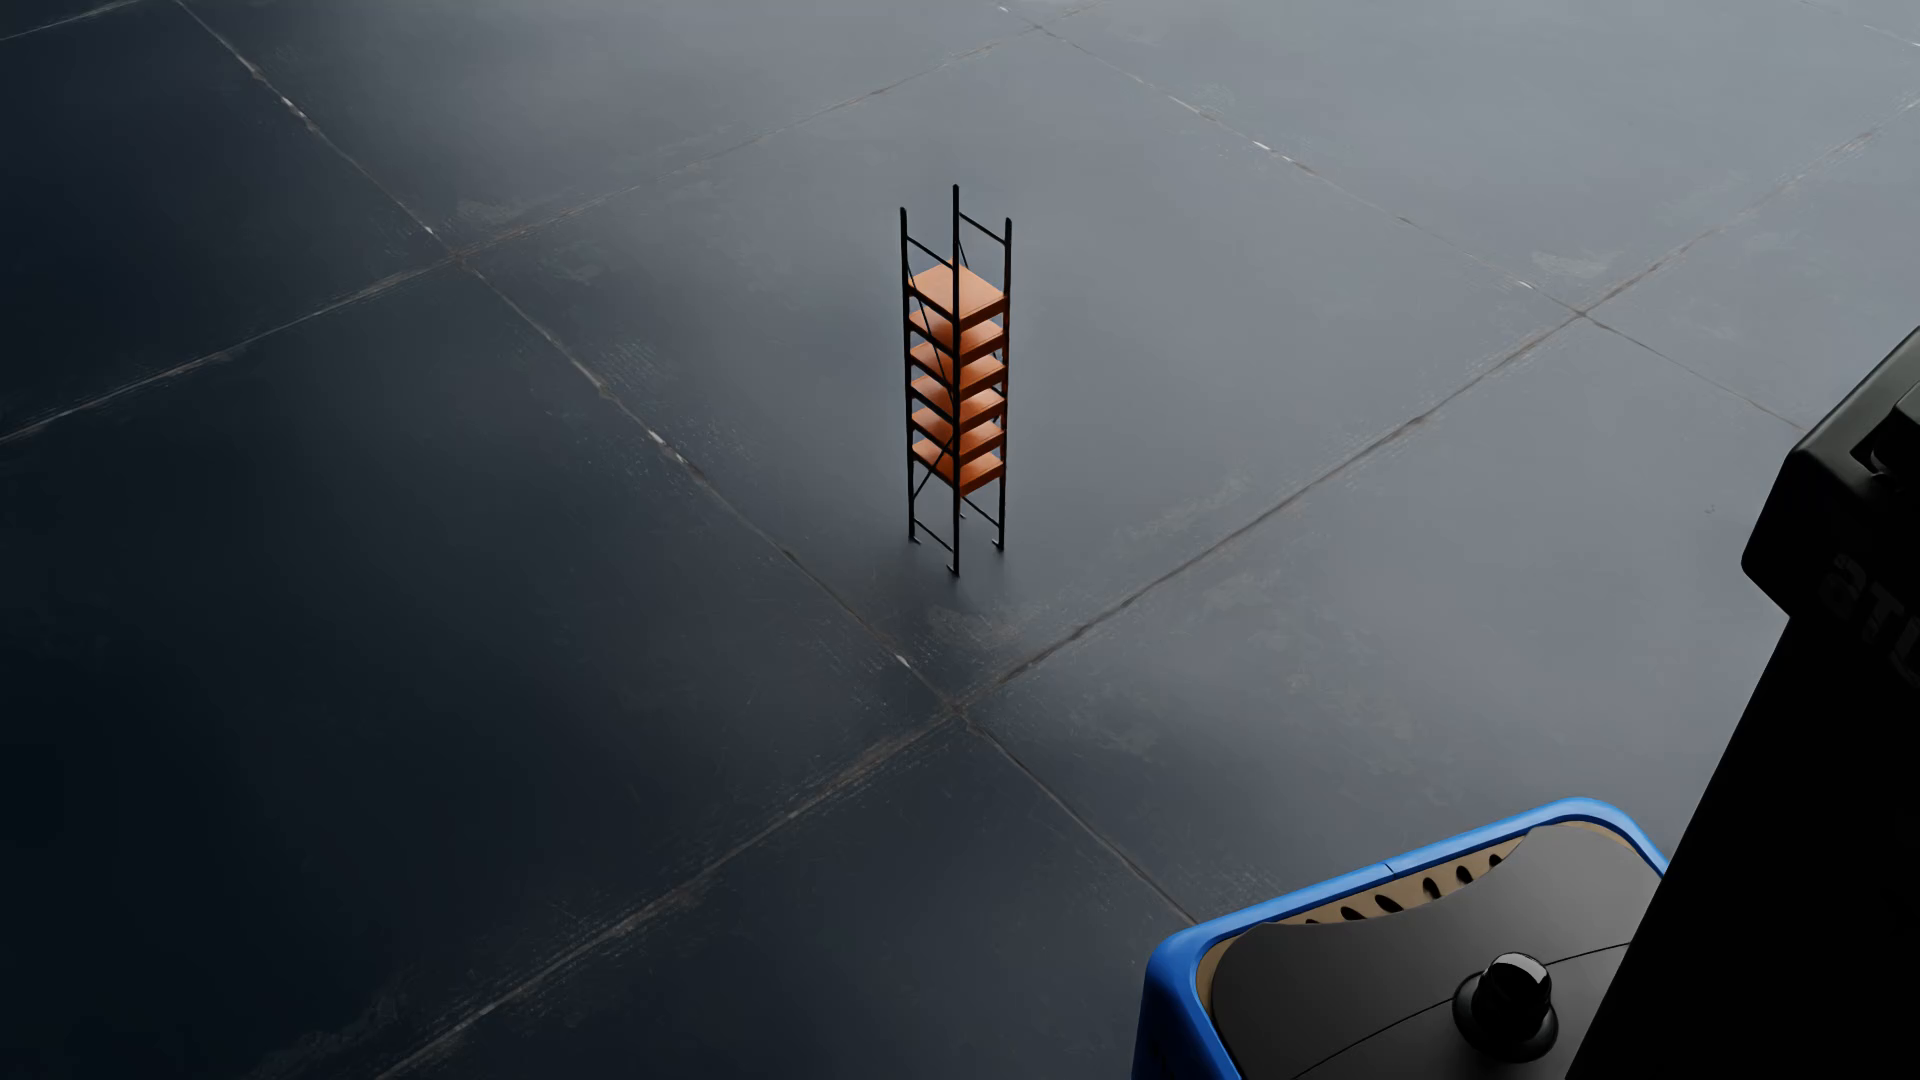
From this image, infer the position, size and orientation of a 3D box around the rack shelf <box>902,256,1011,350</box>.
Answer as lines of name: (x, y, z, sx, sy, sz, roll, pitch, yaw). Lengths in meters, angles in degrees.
rack shelf: (-0.011, -0.661, 4.616, 0.180, 0.103, 0.258, -30, 51, -28)

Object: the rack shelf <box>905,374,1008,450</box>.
rack shelf: (-0.011, -0.399, 4.863, 0.180, 0.103, 0.258, -30, 51, -28)

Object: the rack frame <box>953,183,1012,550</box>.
rack frame: (0.059, -0.471, 4.875, 0.006, 1.200, 0.240, -30, 51, -28)

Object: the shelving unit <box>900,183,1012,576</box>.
shelving unit: (-0.011, -0.431, 4.832, 0.189, 1.200, 0.258, -30, 51, -28)

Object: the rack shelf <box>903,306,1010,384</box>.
rack shelf: (-0.011, -0.574, 4.699, 0.180, 0.103, 0.258, -30, 51, -28)

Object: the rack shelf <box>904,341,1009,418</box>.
rack shelf: (-0.011, -0.486, 4.781, 0.180, 0.103, 0.258, -30, 51, -28)

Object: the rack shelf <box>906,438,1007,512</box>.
rack shelf: (-0.011, -0.224, 5.027, 0.180, 0.103, 0.258, -30, 51, -28)

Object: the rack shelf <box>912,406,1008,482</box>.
rack shelf: (-0.011, -0.311, 4.945, 0.180, 0.103, 0.258, -30, 51, -28)

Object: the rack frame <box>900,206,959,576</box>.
rack frame: (-0.081, -0.391, 4.790, 0.006, 1.200, 0.240, -30, 51, -28)

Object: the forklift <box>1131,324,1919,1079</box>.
forklift: (1.317, 1.248, 1.780, 1.130, 2.935, 3.031, -15, 45, -15)
